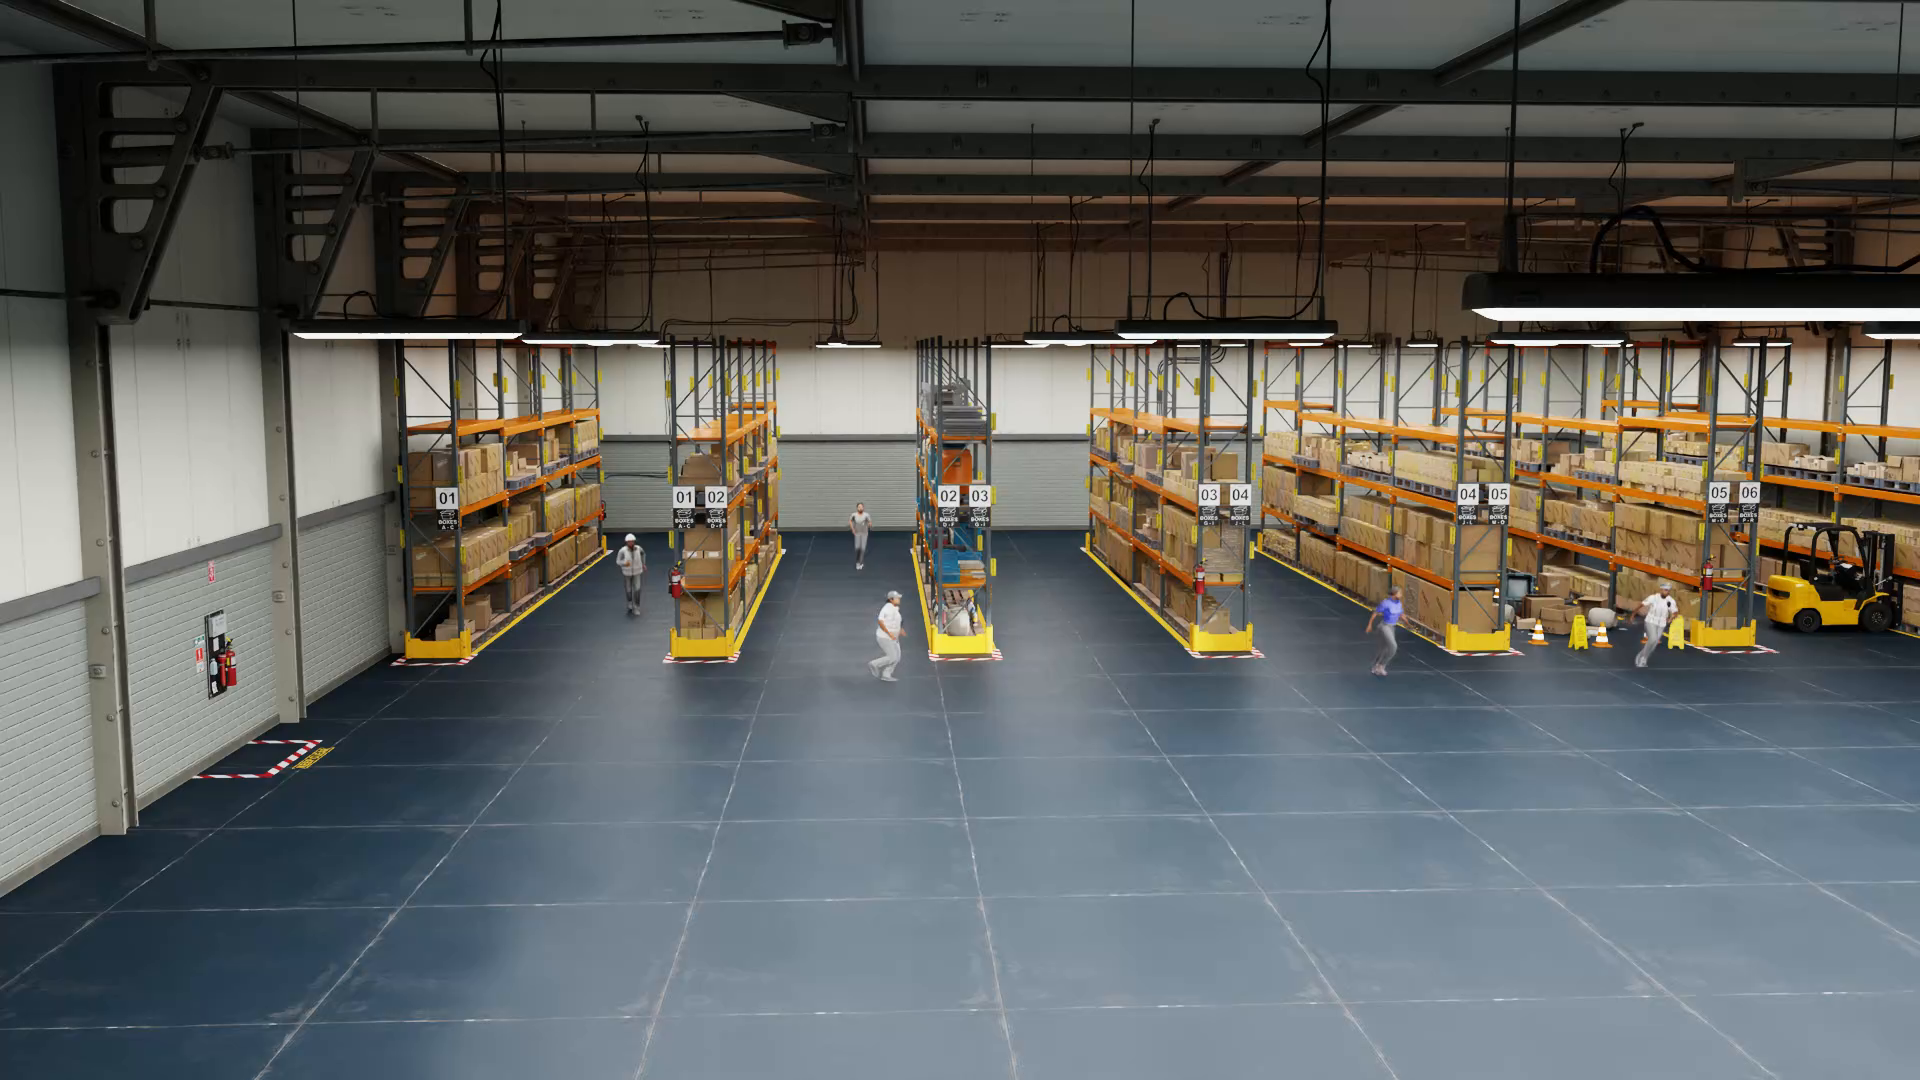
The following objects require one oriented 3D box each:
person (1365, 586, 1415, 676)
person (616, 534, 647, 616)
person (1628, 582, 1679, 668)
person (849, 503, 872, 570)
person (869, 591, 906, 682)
[{"bbox_3d":[7.593,1.602,29.279,0.562,1.592,0.776,-6,9,-44],"label":"person"},{"bbox_3d":[-7.164,0.730,36.294,0.657,1.759,0.985,-2,7,-14],"label":"person"},{"bbox_3d":[12.579,1.552,30.046,0.749,1.586,0.678,-1,7,-5],"label":"person"},{"bbox_3d":[-2.490,-0.093,41.633,0.577,1.697,0.647,0,6,-3],"label":"person"},{"bbox_3d":[-1.273,1.669,28.842,0.596,1.592,0.606,2,7,19],"label":"person"}]
